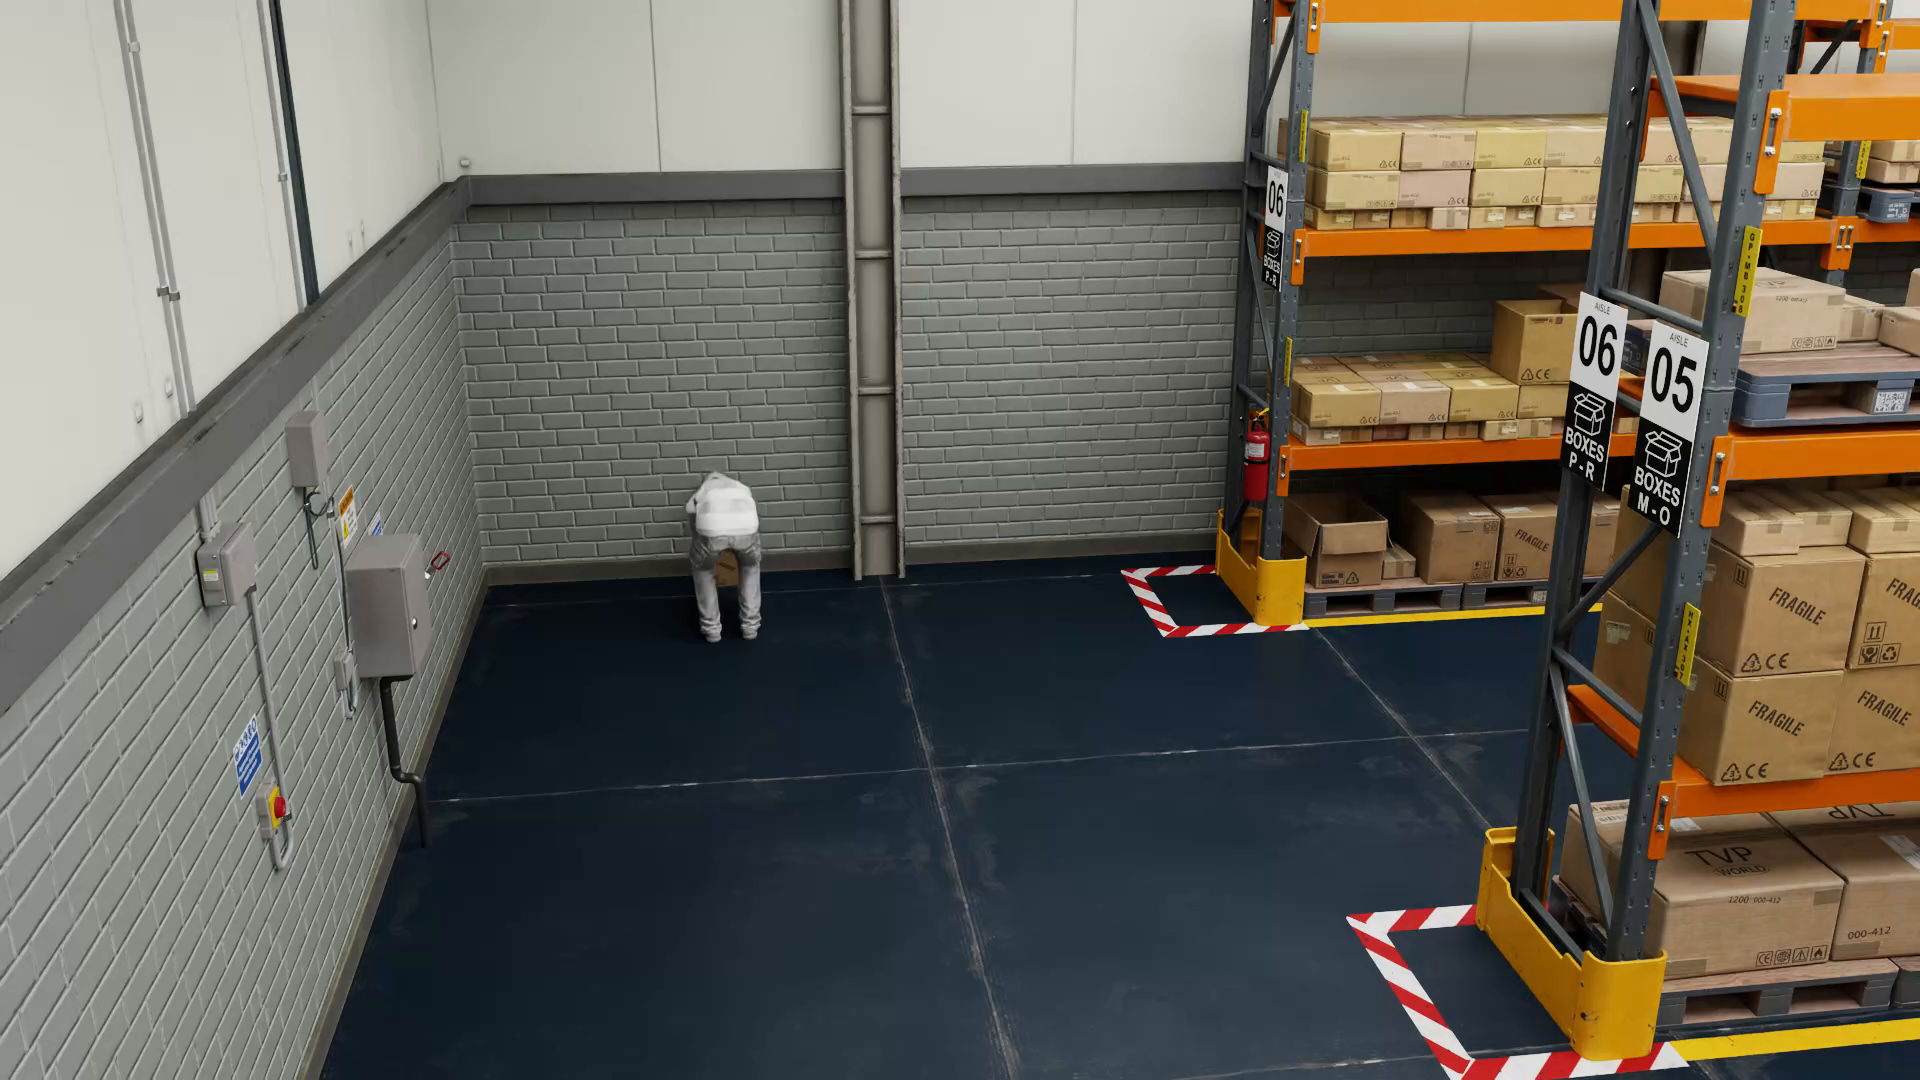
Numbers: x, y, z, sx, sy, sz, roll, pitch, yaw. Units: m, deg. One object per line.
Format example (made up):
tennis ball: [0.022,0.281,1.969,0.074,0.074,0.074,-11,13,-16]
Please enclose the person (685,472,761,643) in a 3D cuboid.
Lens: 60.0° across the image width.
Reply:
person: [-1.684,0.086,11.829,0.507,1.085,0.986,-5,20,-14]
